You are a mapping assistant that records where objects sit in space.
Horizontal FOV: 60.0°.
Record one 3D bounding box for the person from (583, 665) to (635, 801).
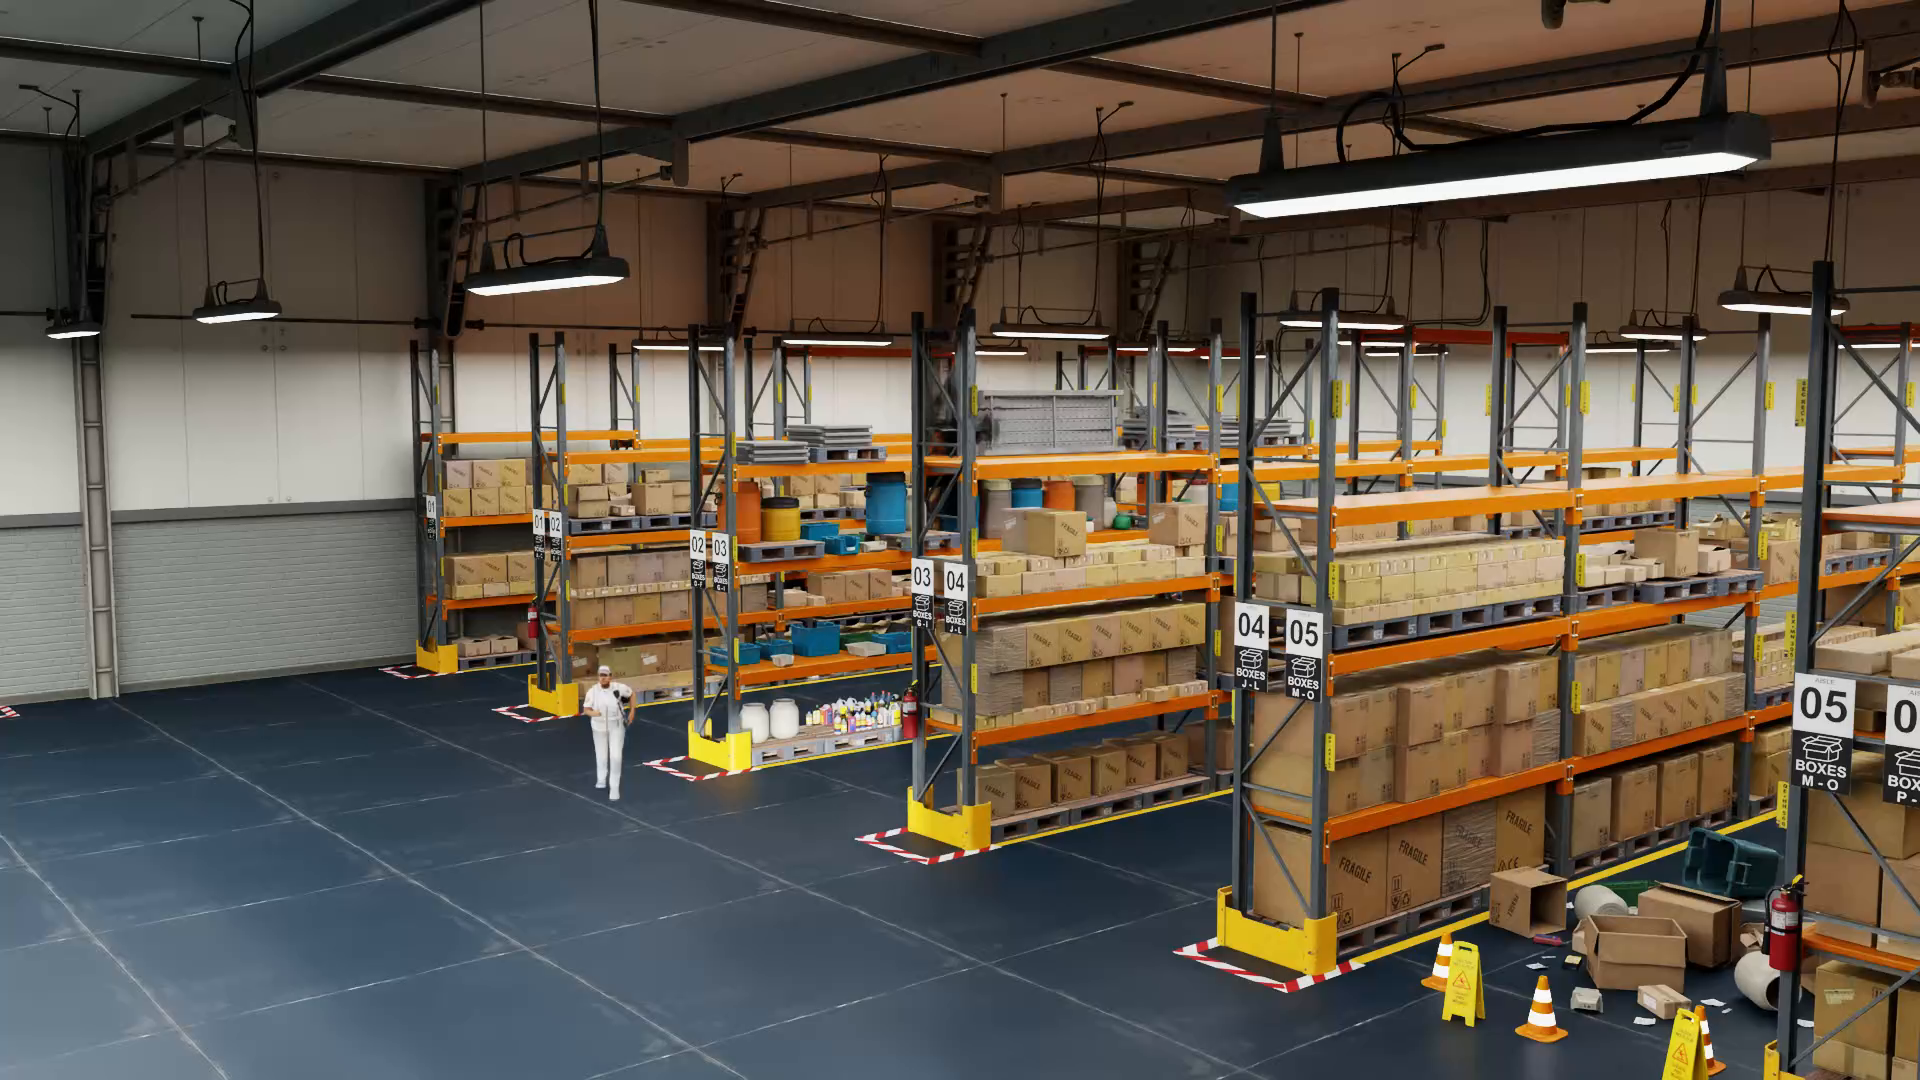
[{"bbox_3d":[-4.415,2.415,20.952,0.613,1.695,0.866,0,5,-5],"label":"person"}]
